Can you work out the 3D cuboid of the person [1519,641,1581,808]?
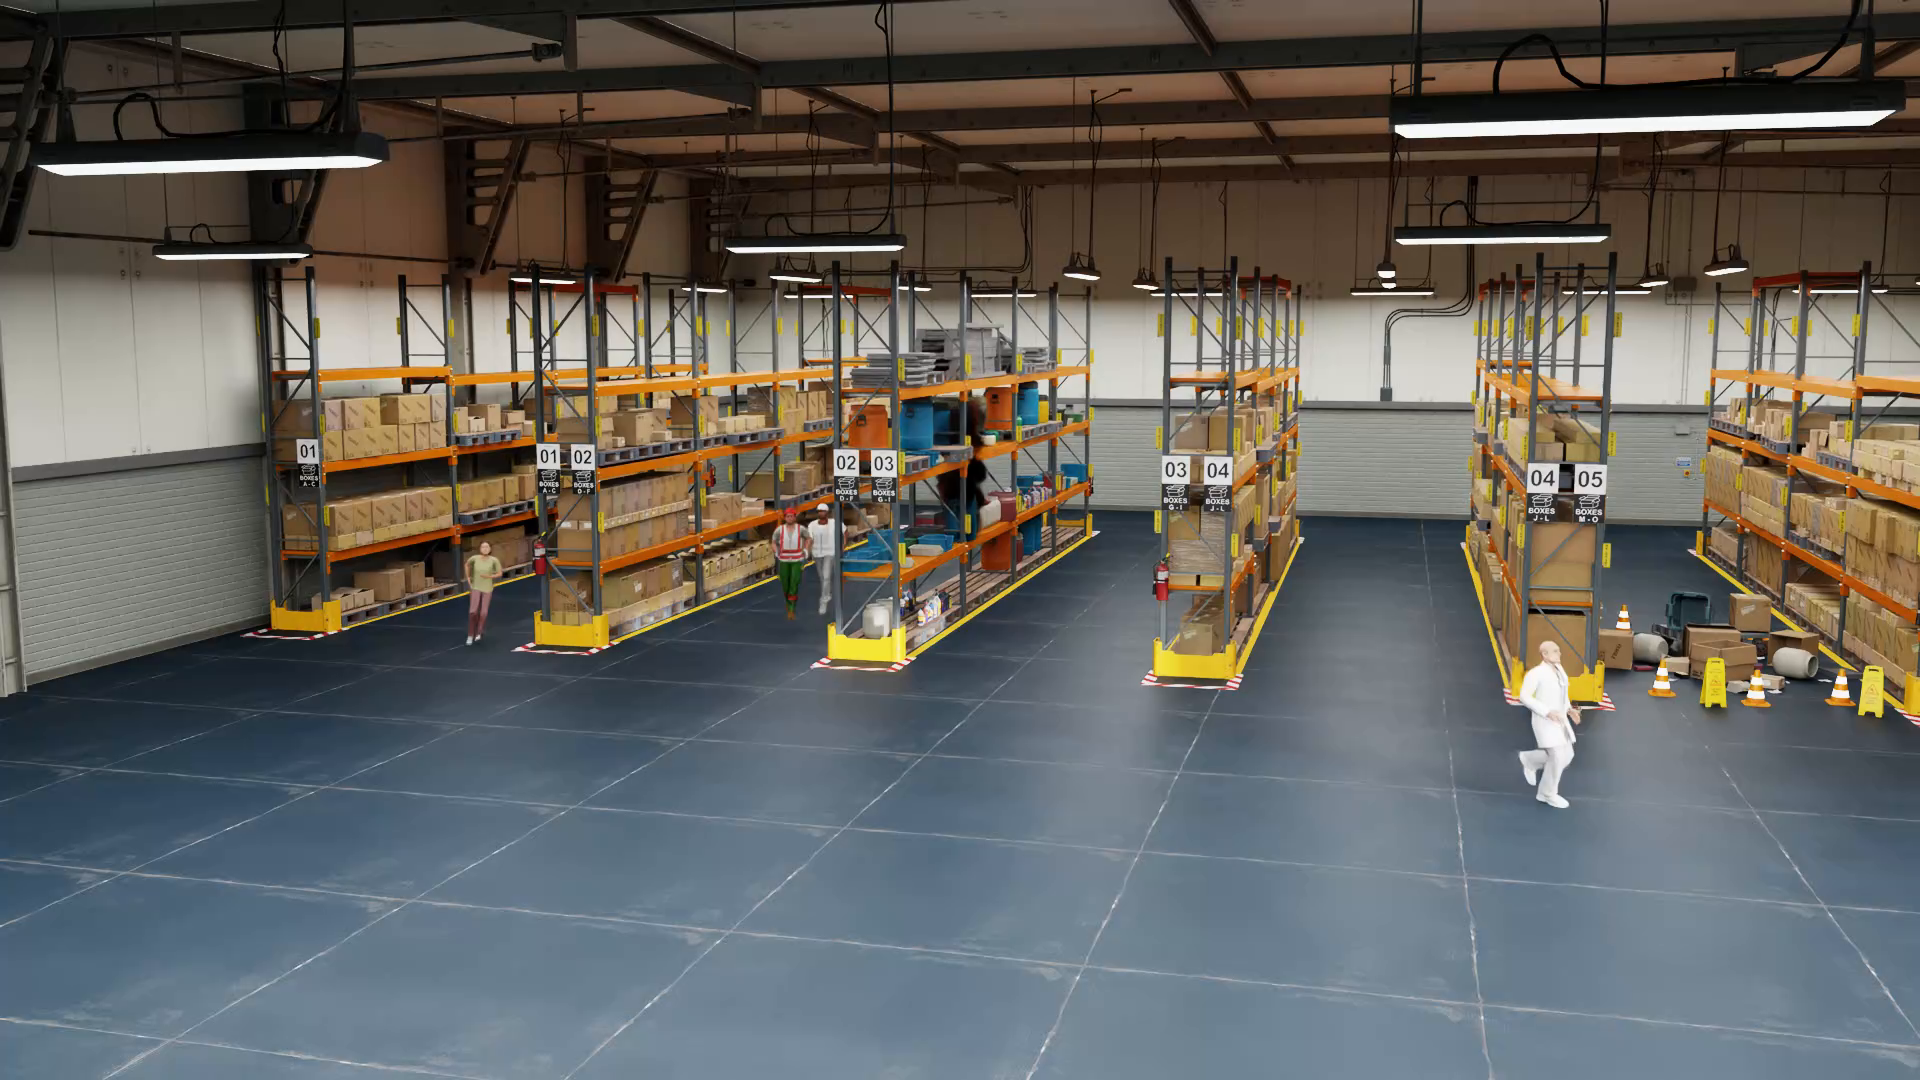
[{"bbox_3d":[6.189,1.927,17.623,0.712,1.739,0.652,-6,9,-38],"label":"person"}]

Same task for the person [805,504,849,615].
[{"bbox_3d":[-2.291,0.294,28.089,0.704,1.823,0.847,2,8,16],"label":"person"}]

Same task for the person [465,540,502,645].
[{"bbox_3d":[-7.623,0.833,26.613,0.598,1.705,0.615,-2,8,-15],"label":"person"}]

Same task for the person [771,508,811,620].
[{"bbox_3d":[-2.781,0.369,27.394,0.656,1.799,0.815,0,7,-3],"label":"person"}]
